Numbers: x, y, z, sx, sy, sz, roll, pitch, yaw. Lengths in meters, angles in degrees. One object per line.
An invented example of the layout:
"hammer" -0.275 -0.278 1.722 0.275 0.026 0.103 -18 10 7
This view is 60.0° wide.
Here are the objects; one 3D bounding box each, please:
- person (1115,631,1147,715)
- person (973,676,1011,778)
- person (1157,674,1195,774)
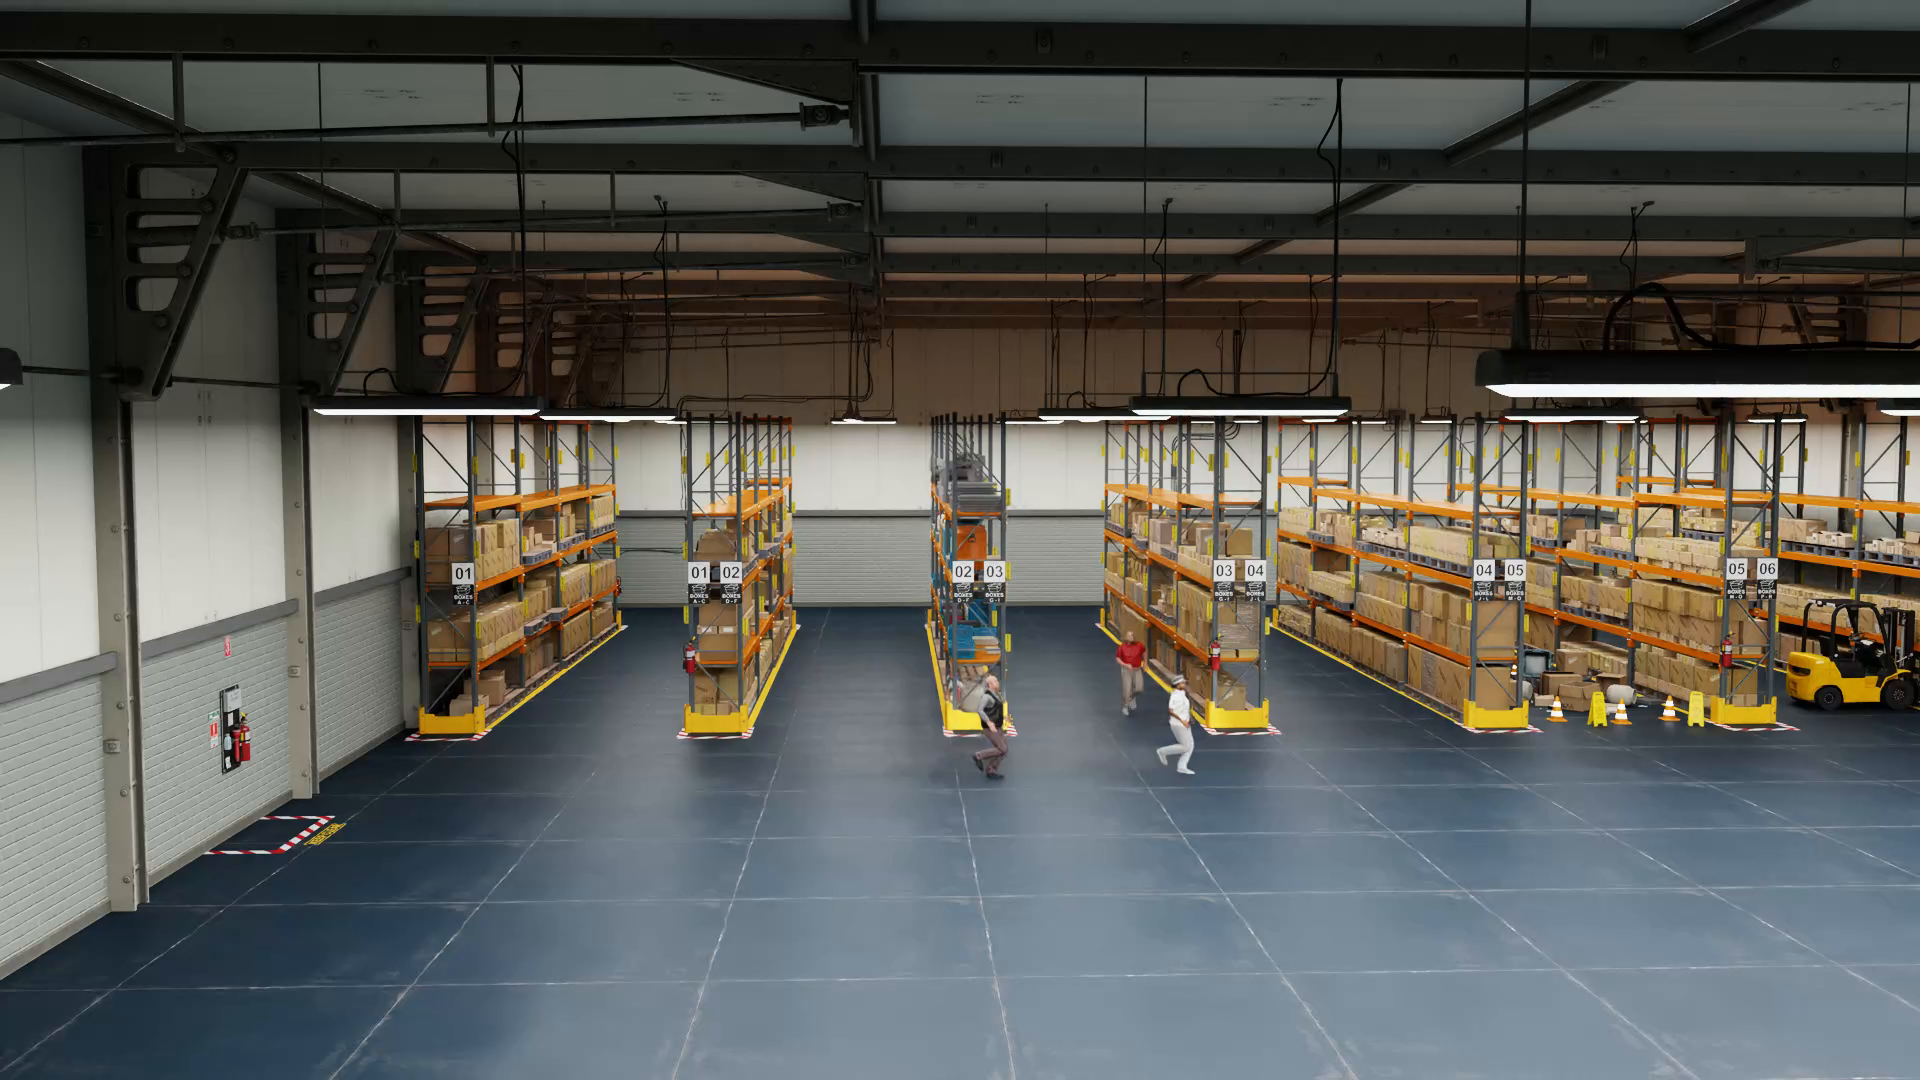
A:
"person" 3.418 2.640 32.980 0.688 1.688 0.718 0 4 -7
"person" 0.522 3.048 27.101 0.581 1.676 0.662 1 4 17
"person" 3.608 3.033 27.453 0.551 1.665 0.575 1 4 18
